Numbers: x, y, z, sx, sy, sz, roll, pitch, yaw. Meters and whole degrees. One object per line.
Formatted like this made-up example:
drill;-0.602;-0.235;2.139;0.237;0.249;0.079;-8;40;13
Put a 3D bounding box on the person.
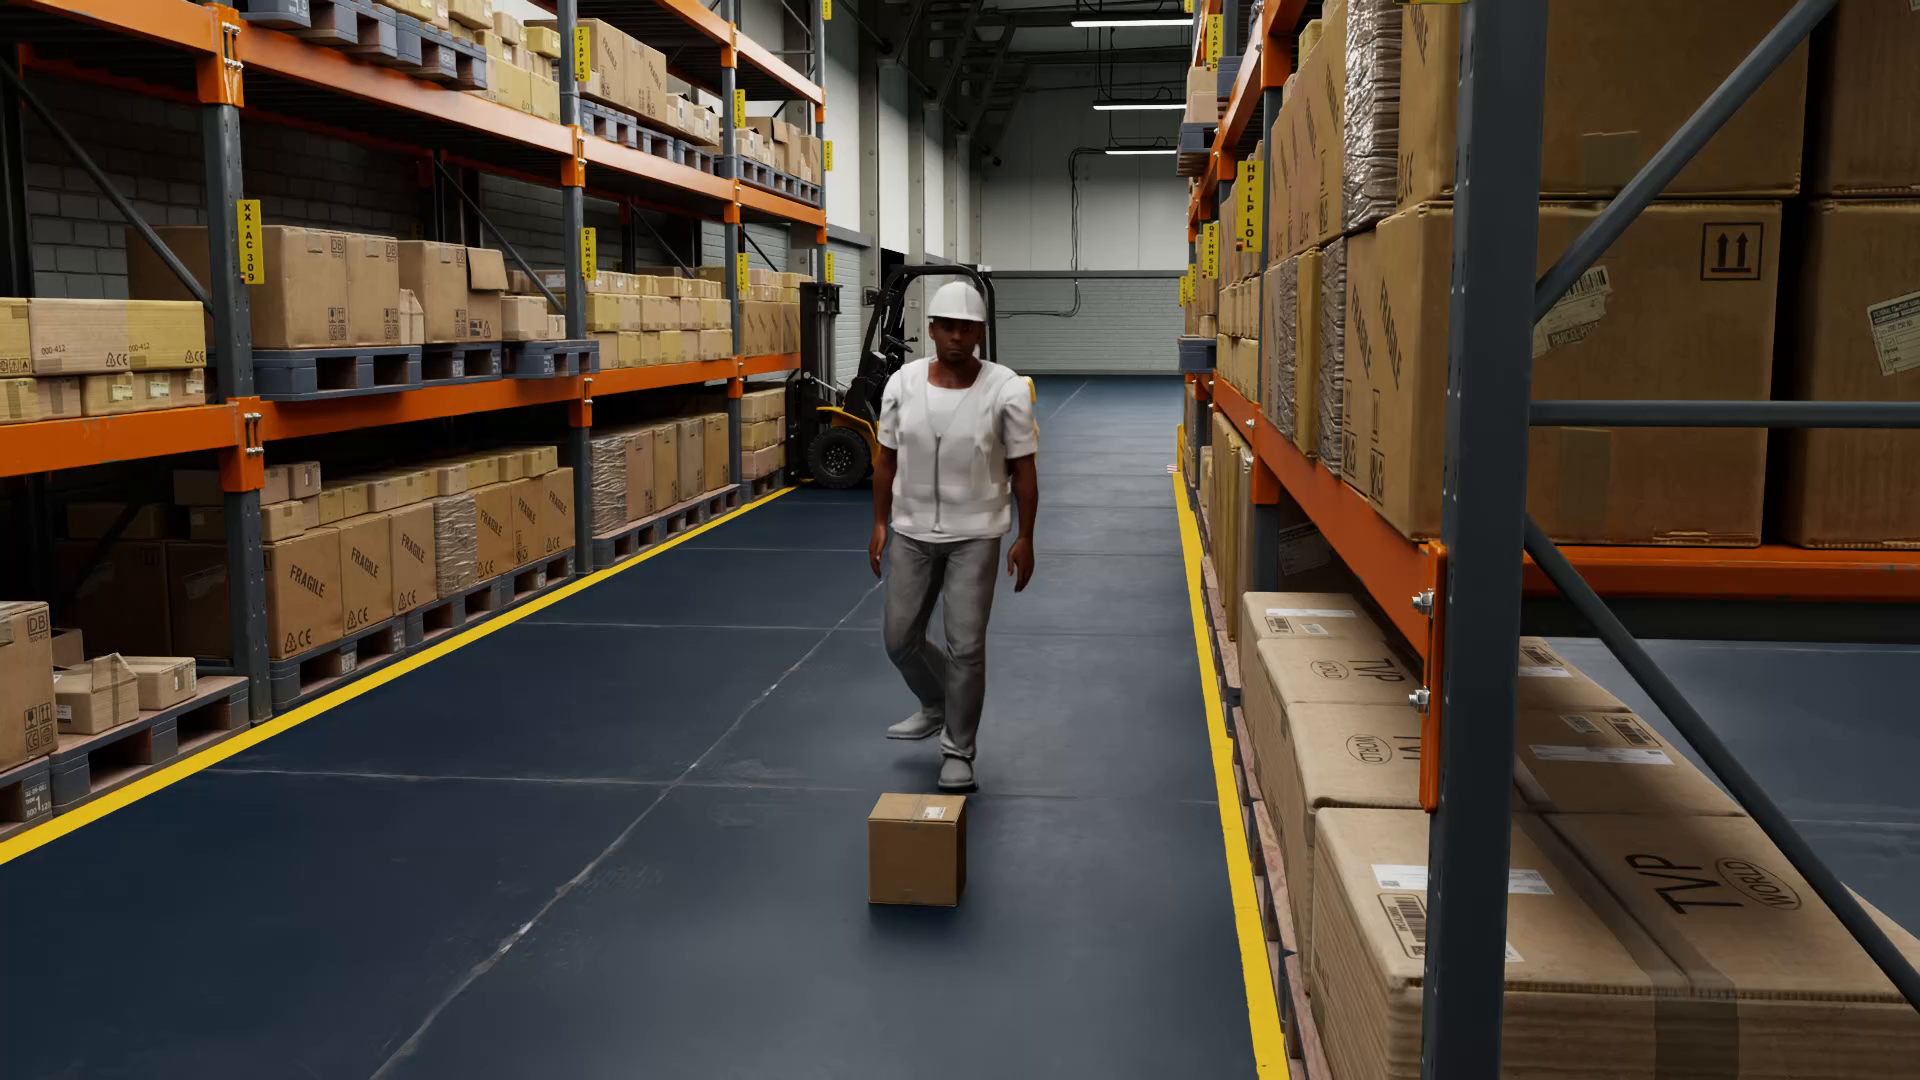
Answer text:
person;-0.016;-0.023;5.892;0.604;1.757;0.569;2;8;17
